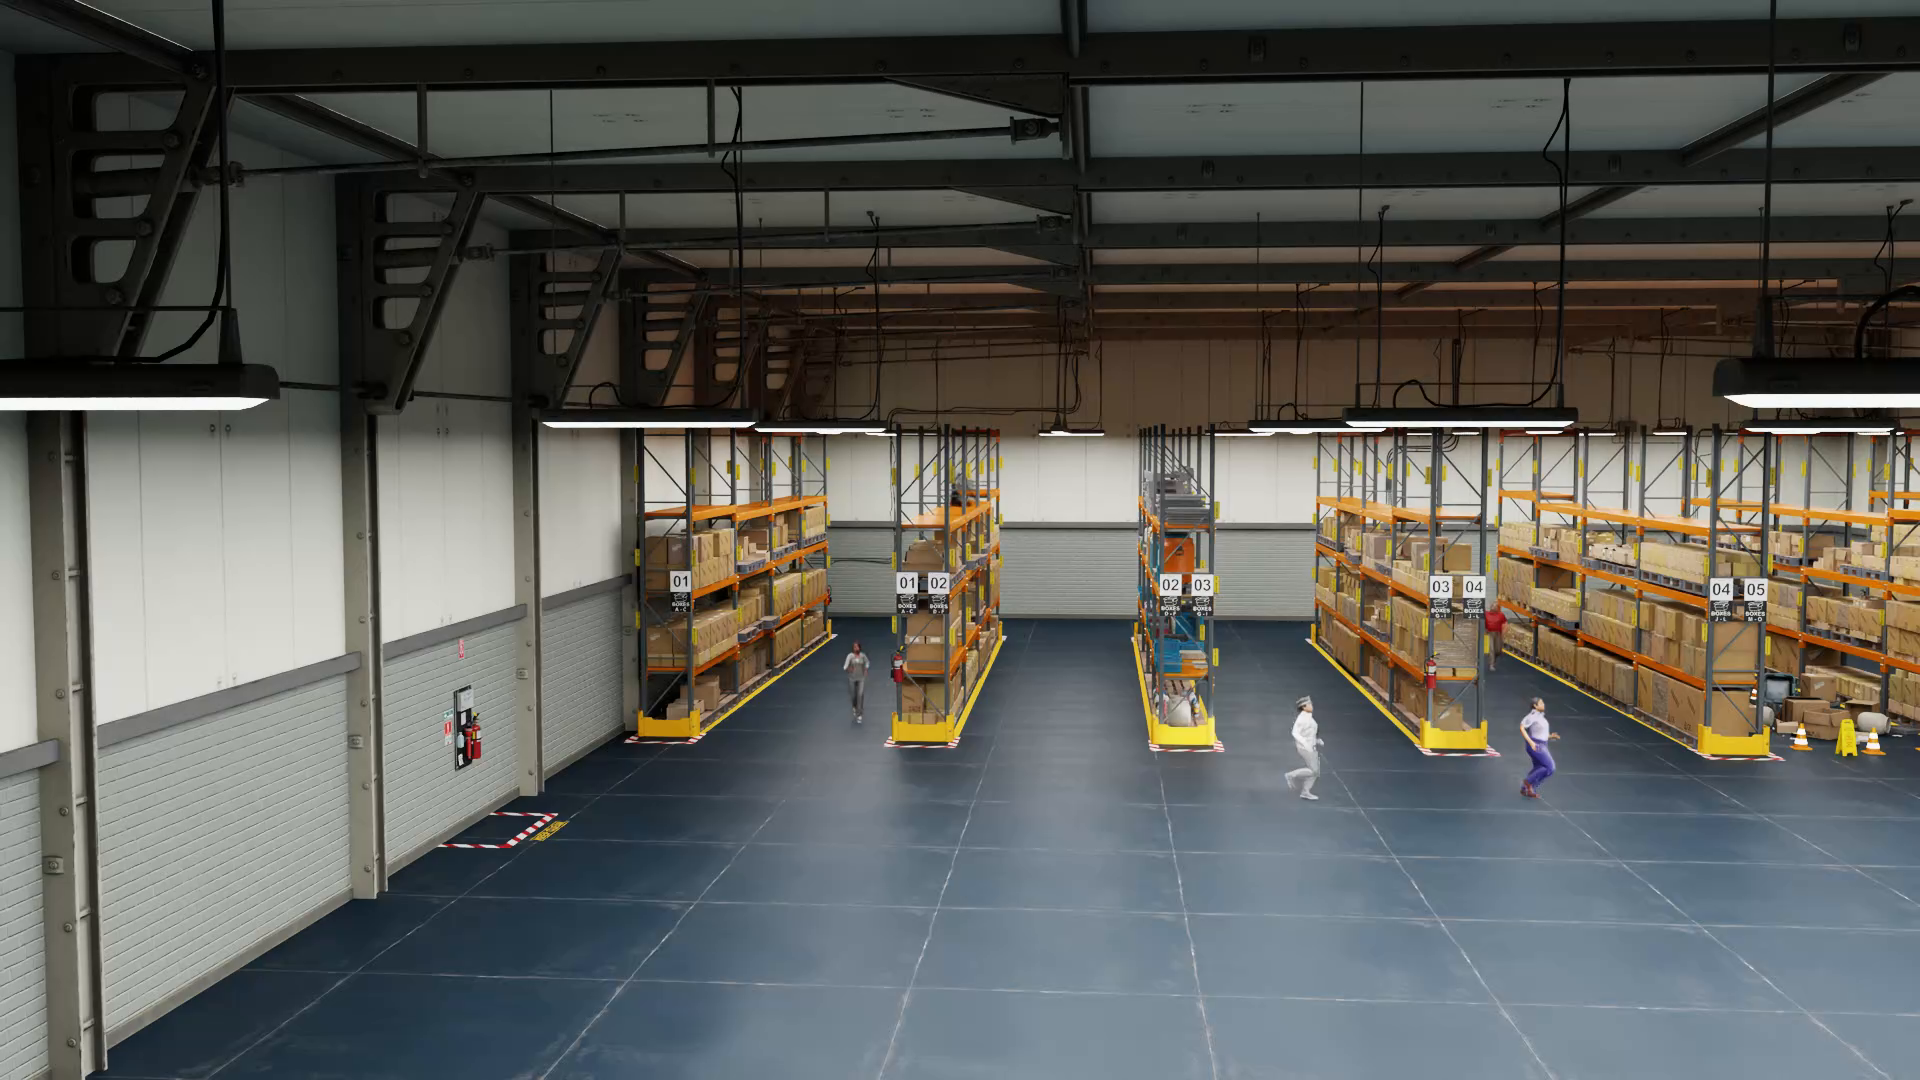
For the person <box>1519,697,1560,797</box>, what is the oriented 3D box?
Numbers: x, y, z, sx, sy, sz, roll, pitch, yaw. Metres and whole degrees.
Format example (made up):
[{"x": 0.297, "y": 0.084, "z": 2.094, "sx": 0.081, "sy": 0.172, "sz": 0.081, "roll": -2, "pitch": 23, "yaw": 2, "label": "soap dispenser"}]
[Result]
[{"x": 9.225, "y": 3.308, "z": 26.442, "sx": 0.575, "sy": 1.597, "sz": 0.592, "roll": 2, "pitch": 4, "yaw": 29, "label": "person"}]

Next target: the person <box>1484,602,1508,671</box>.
[{"x": 13.196, "y": 2.368, "z": 41.161, "sx": 0.699, "sy": 1.683, "sz": 0.771, "roll": 1, "pitch": 4, "yaw": 9, "label": "person"}]

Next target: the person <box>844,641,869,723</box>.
[{"x": -2.092, "y": 2.898, "z": 33.713, "sx": 0.537, "sy": 1.501, "sz": 0.877, "roll": 0, "pitch": 3, "yaw": -7, "label": "person"}]

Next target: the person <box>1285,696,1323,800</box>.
[{"x": 5.478, "y": 3.292, "z": 26.455, "sx": 0.555, "sy": 1.657, "sz": 0.615, "roll": 2, "pitch": 4, "yaw": 26, "label": "person"}]
